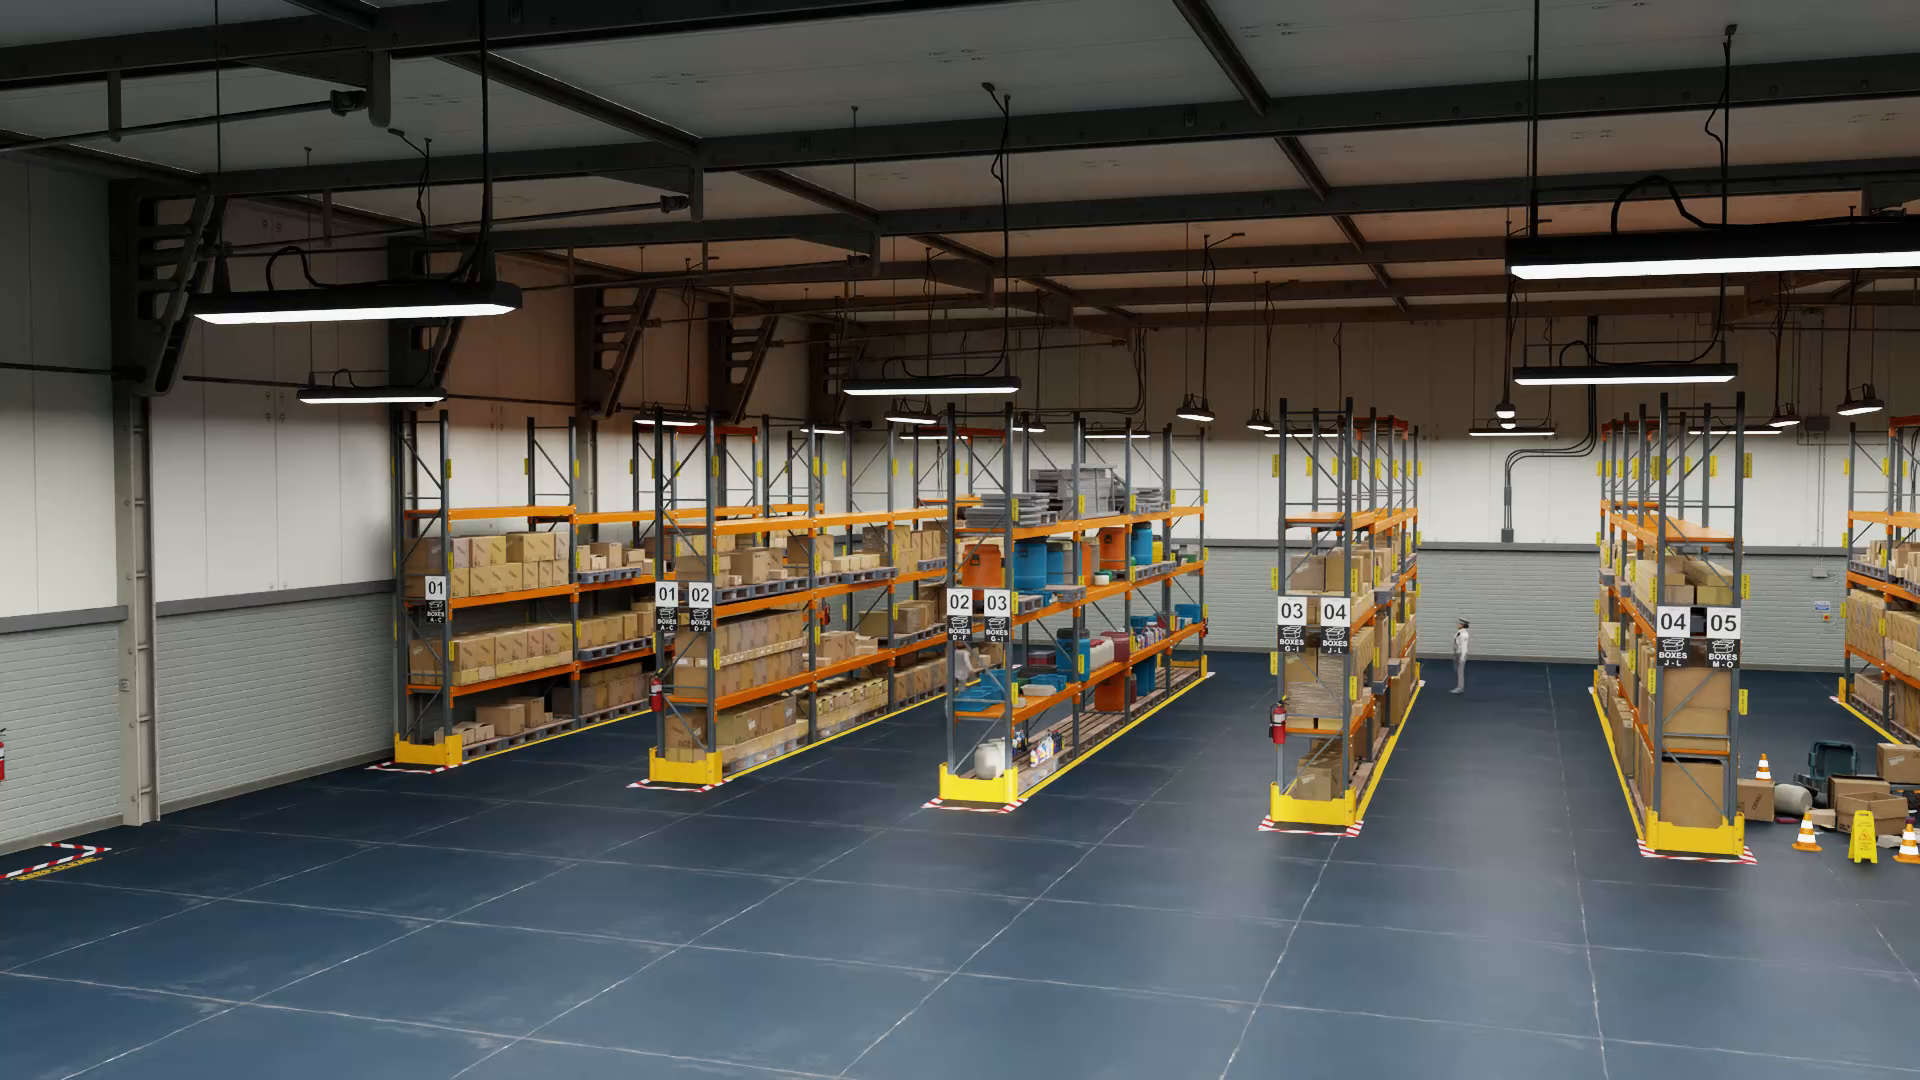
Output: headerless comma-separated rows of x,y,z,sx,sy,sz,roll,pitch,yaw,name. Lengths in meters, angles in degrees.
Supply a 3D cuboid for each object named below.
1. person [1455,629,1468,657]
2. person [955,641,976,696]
11.210,2.299,37.180,0.317,0.586,0.474,-1,3,-22,person
0.054,2.791,33.415,0.581,1.640,0.406,-2,3,-32,person
